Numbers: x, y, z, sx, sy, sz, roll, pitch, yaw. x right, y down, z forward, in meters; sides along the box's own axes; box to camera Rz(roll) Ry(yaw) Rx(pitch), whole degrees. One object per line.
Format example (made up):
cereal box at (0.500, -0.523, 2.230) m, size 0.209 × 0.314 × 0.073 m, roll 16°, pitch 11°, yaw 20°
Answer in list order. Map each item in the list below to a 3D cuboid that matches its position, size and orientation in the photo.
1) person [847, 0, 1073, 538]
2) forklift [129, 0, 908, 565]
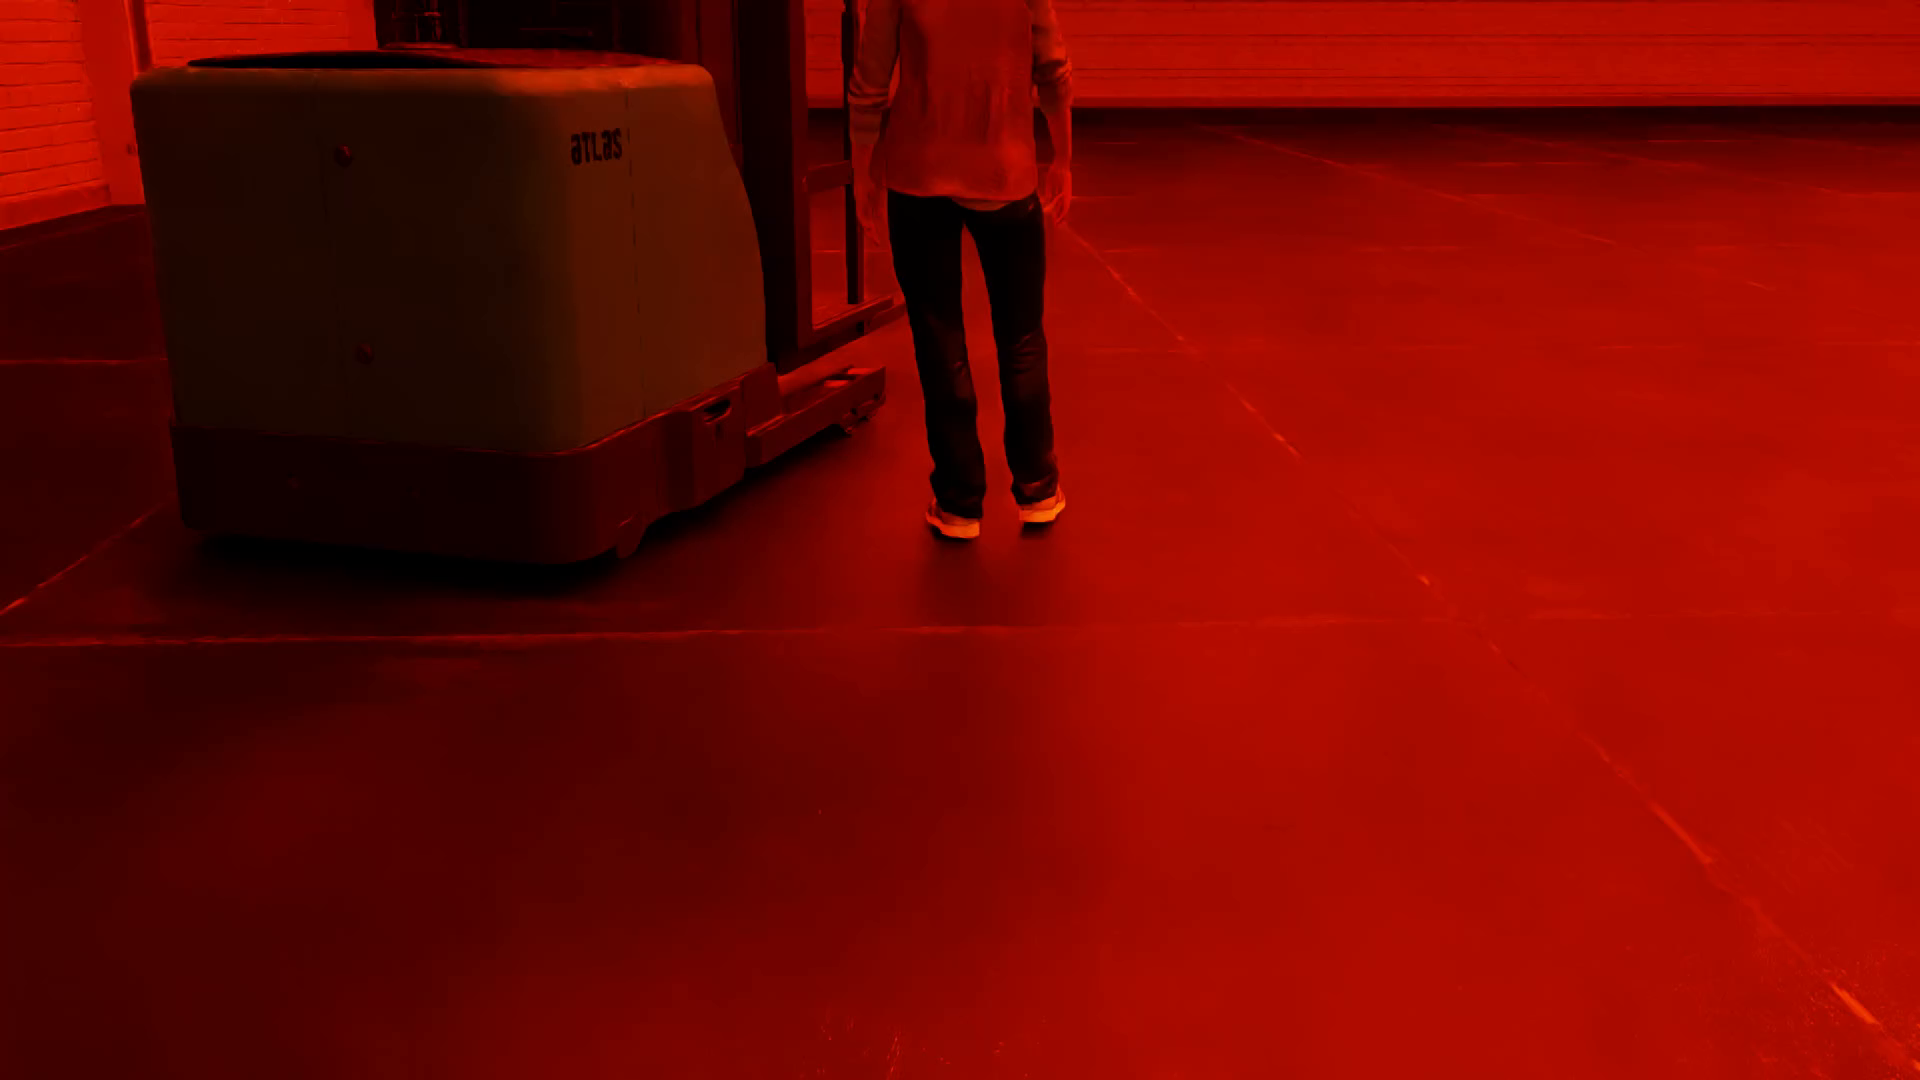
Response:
person at (0.010, -0.792, 3.754) m, size 0.520 × 1.597 × 0.474 m, roll -1°, pitch 17°, yaw -3°
forklift at (-0.863, -1.740, 4.597) m, size 1.130 × 2.935 × 3.031 m, roll 5°, pitch 18°, yaw 16°
